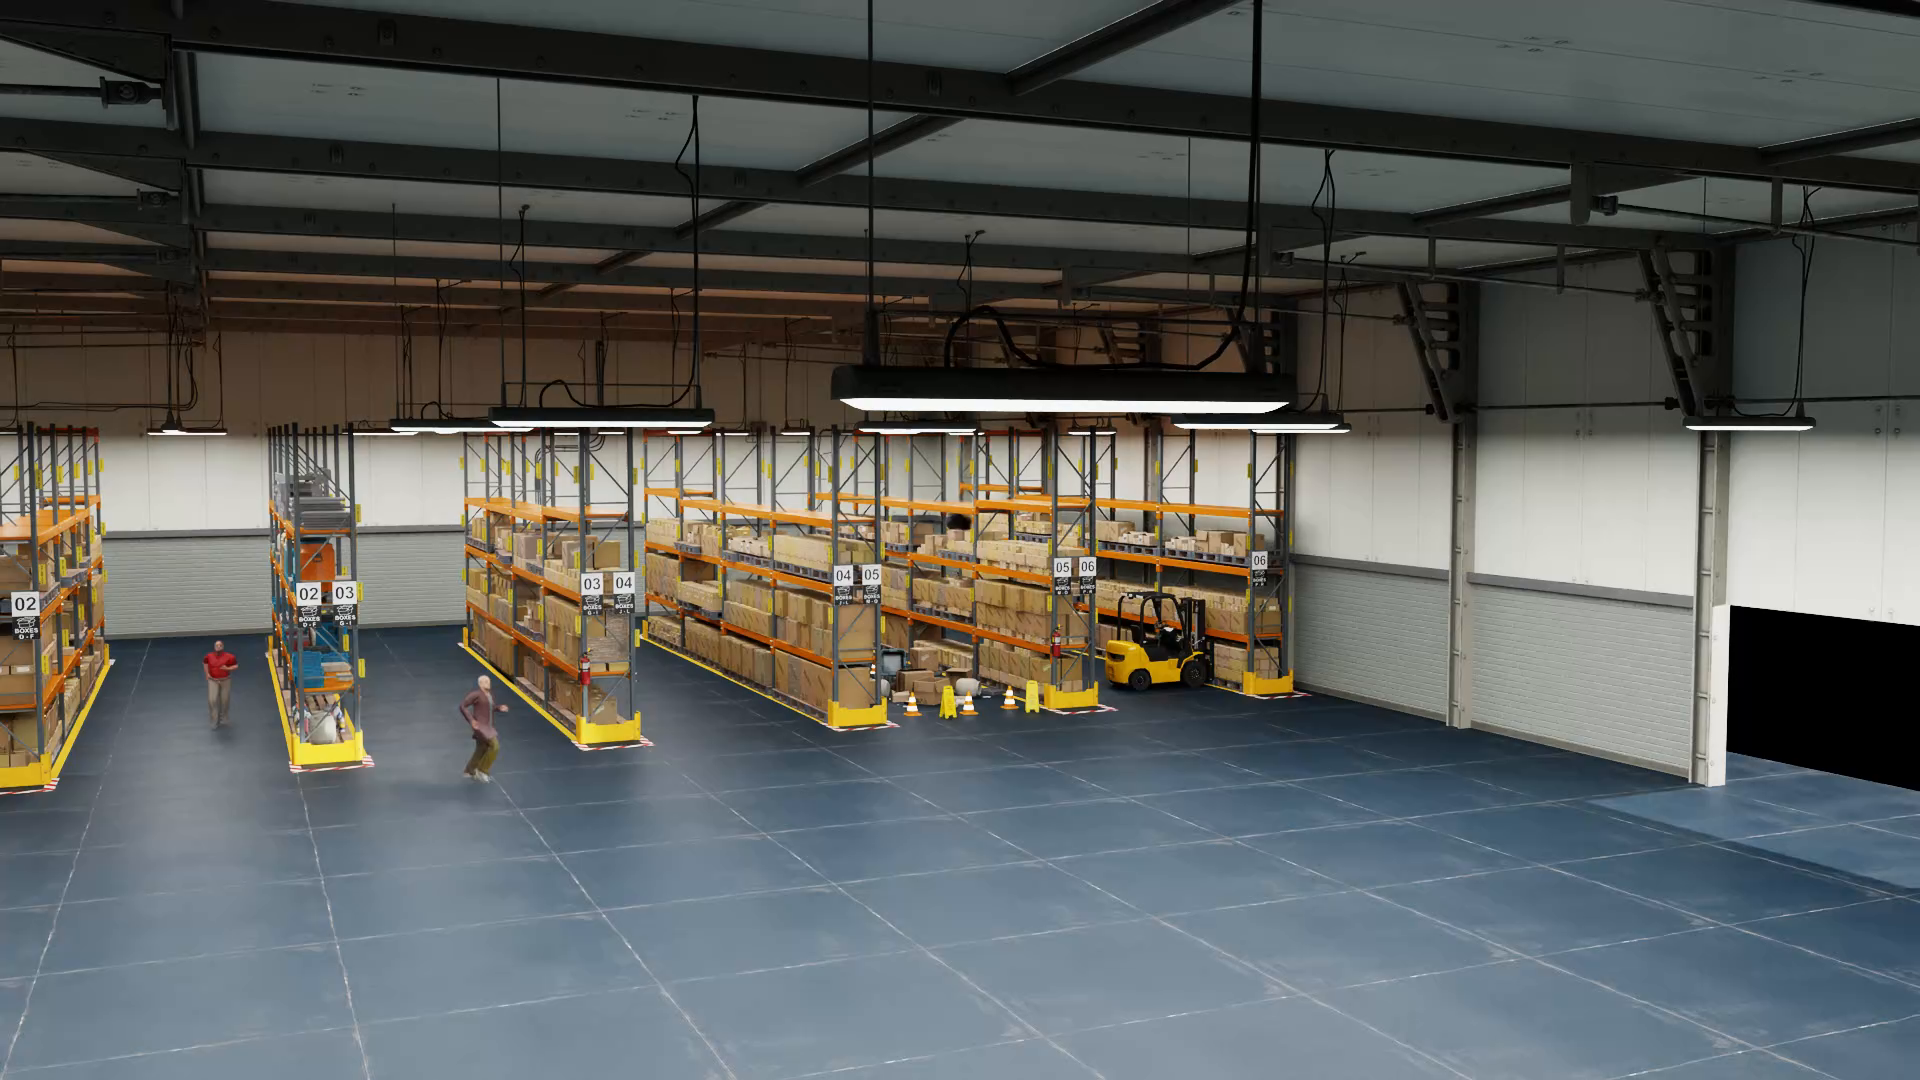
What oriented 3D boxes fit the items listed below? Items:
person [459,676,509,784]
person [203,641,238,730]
[{"bbox_3d":[-7.910,3.257,27.713,0.787,1.627,0.670,1,4,10],"label":"person"},{"bbox_3d":[-14.638,2.881,32.936,0.641,1.795,0.789,-1,4,-22],"label":"person"}]
